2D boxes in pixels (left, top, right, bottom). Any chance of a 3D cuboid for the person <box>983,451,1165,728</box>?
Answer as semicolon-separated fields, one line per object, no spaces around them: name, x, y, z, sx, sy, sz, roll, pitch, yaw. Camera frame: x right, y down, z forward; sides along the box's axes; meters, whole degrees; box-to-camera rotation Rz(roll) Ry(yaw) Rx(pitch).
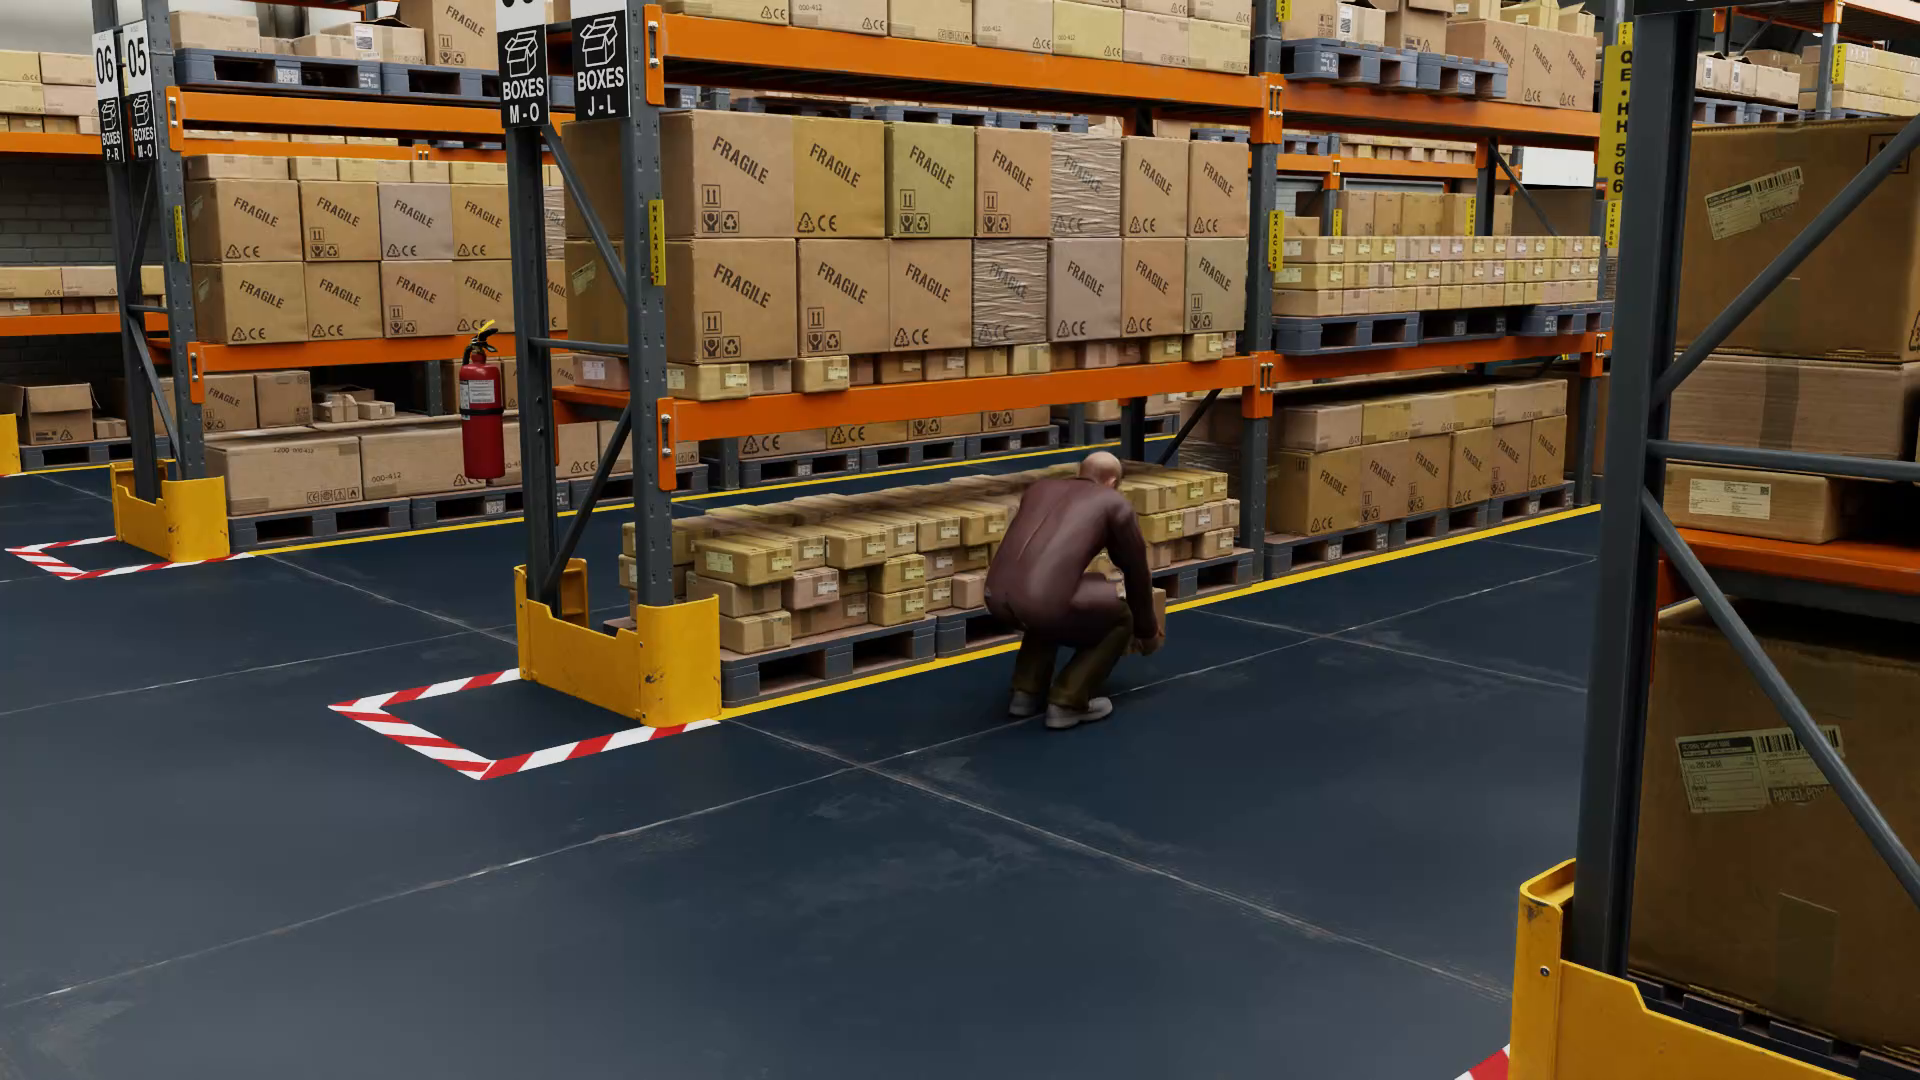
person;0.444;0.196;6.914;0.612;1.051;0.888;9;14;40
